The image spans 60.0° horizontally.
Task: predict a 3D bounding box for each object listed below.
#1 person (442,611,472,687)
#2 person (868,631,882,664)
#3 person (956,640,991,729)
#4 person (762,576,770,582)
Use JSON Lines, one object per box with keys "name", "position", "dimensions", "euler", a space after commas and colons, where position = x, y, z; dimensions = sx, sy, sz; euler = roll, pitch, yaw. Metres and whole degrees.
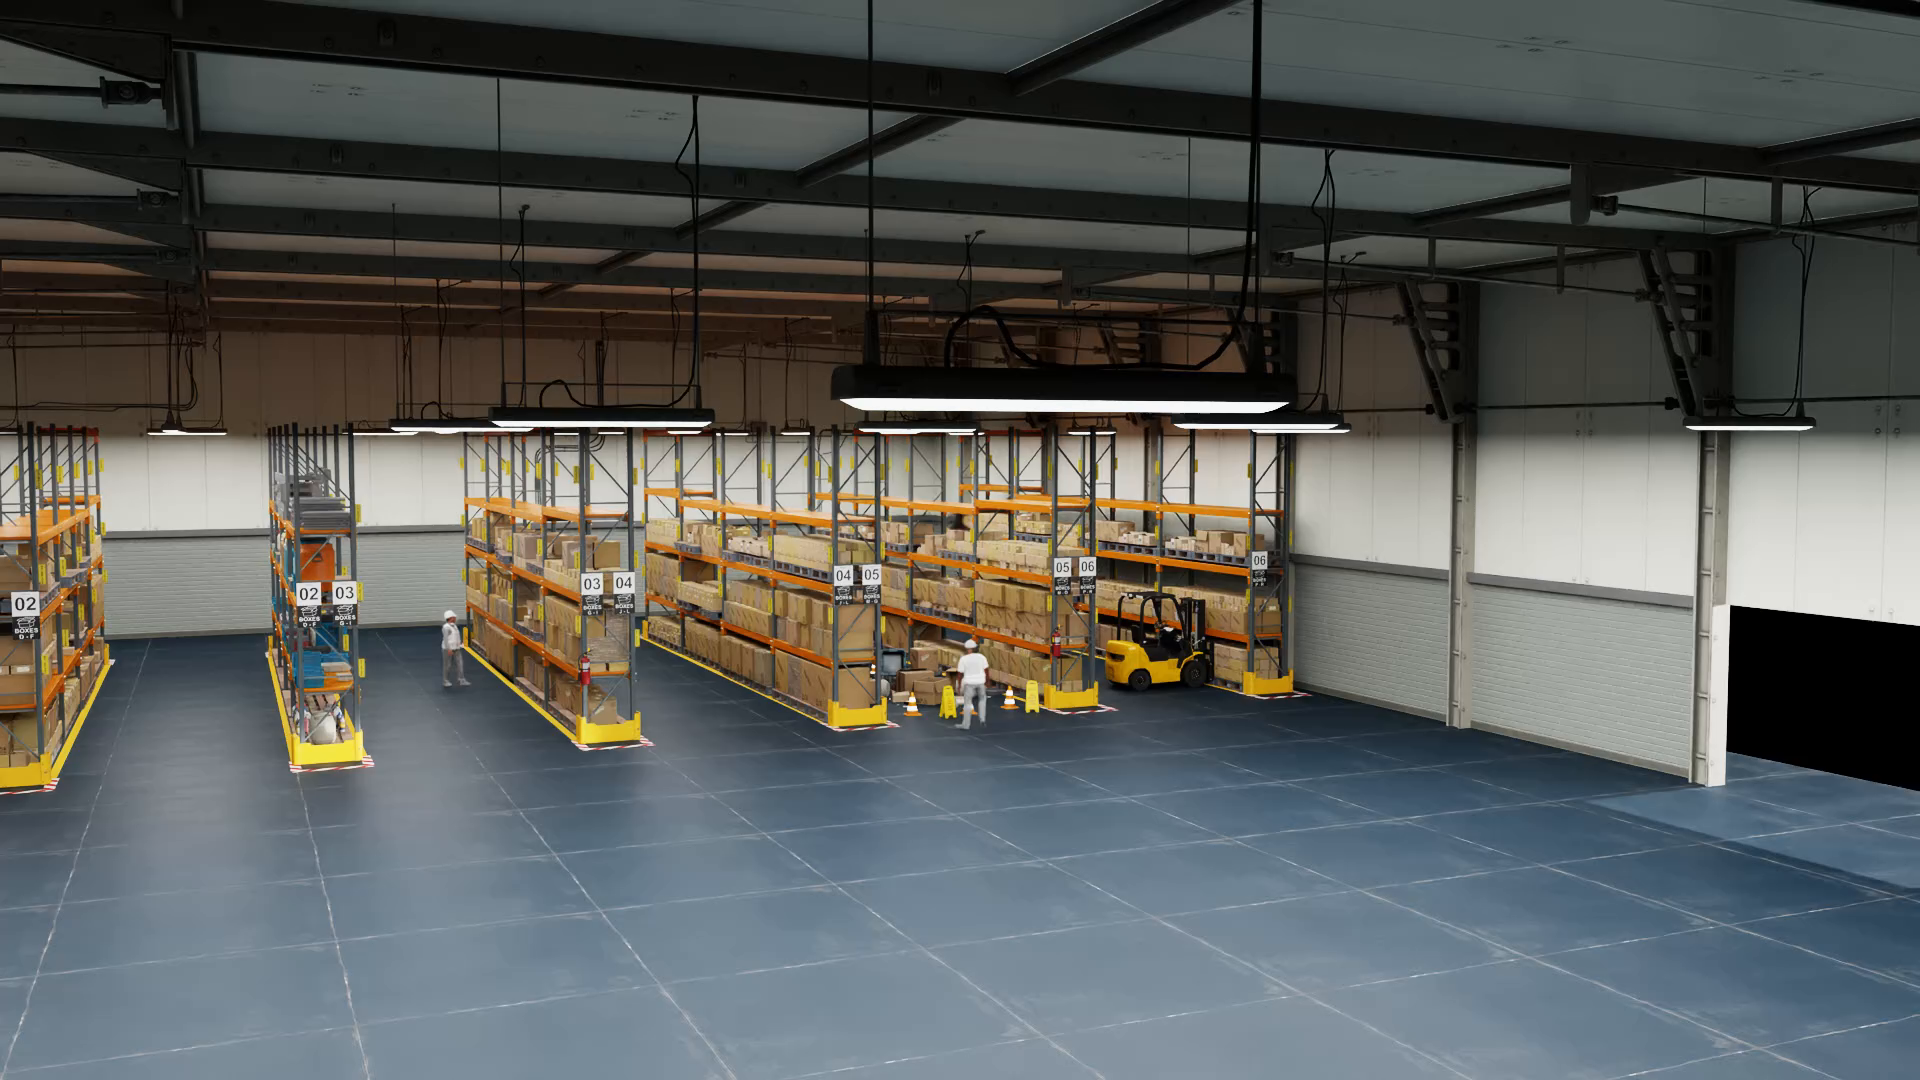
{"name": "person", "position": [-11.688, 2.506, 38.318], "dimensions": [0.654, 1.766, 0.563], "euler": [2, 4, 29]}
{"name": "person", "position": [-2.202, 2.332, 41.911], "dimensions": [0.372, 1.660, 0.525], "euler": [-3, 4, -38]}
{"name": "person", "position": [0.288, 2.833, 32.721], "dimensions": [0.675, 1.760, 0.429], "euler": [-1, 4, -14]}
{"name": "person", "position": [-6.027, 1.627, 52.252], "dimensions": [0.523, 1.774, 0.583], "euler": [-3, 5, -44]}
